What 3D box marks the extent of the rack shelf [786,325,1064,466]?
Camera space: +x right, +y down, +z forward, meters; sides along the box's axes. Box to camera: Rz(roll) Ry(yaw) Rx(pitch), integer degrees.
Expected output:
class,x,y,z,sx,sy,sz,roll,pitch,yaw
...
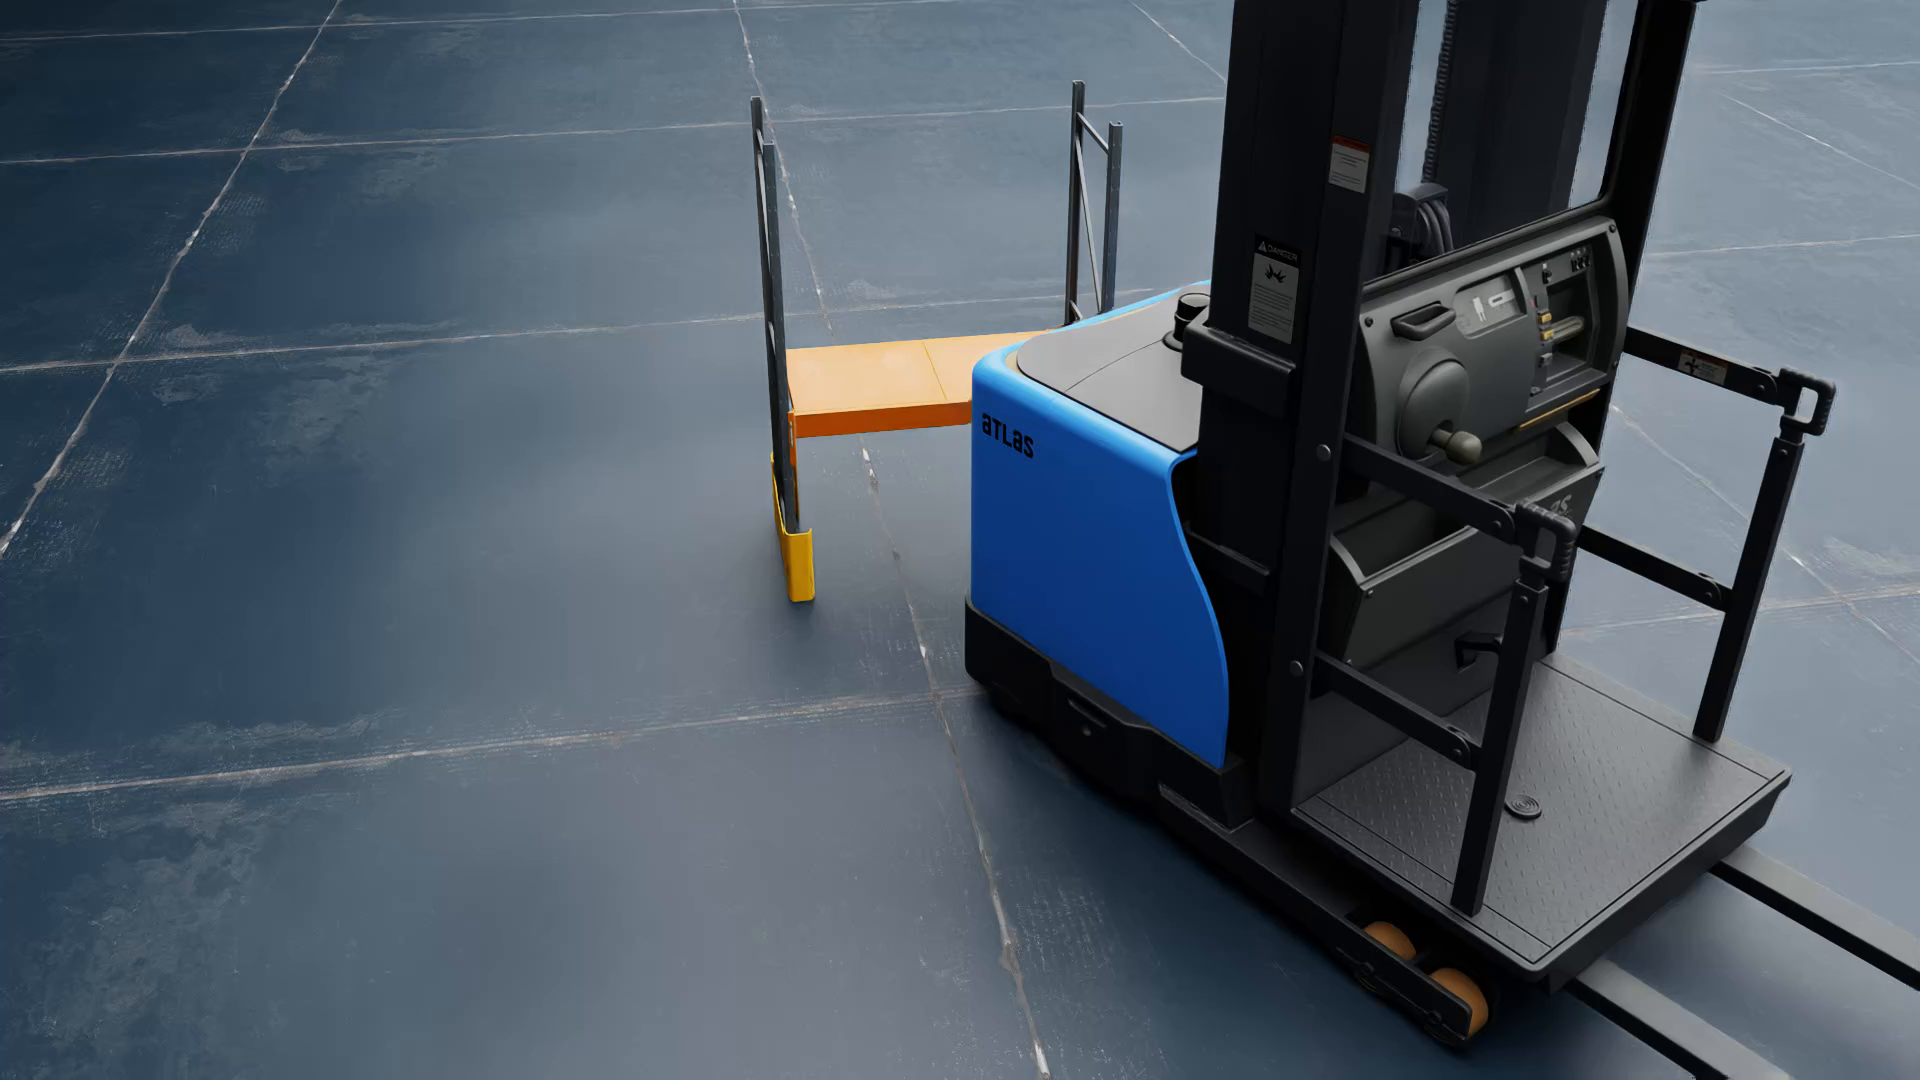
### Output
class,x,y,z,sx,sy,sz,roll,pitch,yaw
rack shelf,-0.084,-0.484,5.448,1.000,0.185,0.538,-5,31,-9

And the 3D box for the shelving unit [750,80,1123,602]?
class,x,y,z,sx,sy,sz,roll,pitch,yaw
shelving unit,-0.075,-0.640,5.358,1.083,1.500,0.587,-5,31,-9

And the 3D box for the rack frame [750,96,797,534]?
class,x,y,z,sx,sy,sz,roll,pitch,yaw
rack frame,-0.584,-0.592,5.278,0.032,1.500,0.500,-5,31,-9

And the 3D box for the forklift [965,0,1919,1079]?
class,x,y,z,sx,sy,sz,roll,pitch,yaw
forklift,1.330,-0.404,3.545,1.130,2.935,3.031,-22,37,-33

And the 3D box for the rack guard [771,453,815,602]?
class,x,y,z,sx,sy,sz,roll,pitch,yaw
rack guard,-0.565,-0.055,5.597,0.087,0.250,0.587,-5,31,-9

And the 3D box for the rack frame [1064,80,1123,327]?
class,x,y,z,sx,sy,sz,roll,pitch,yaw
rack frame,0.416,-0.685,5.436,0.032,1.500,0.500,-5,31,-9
